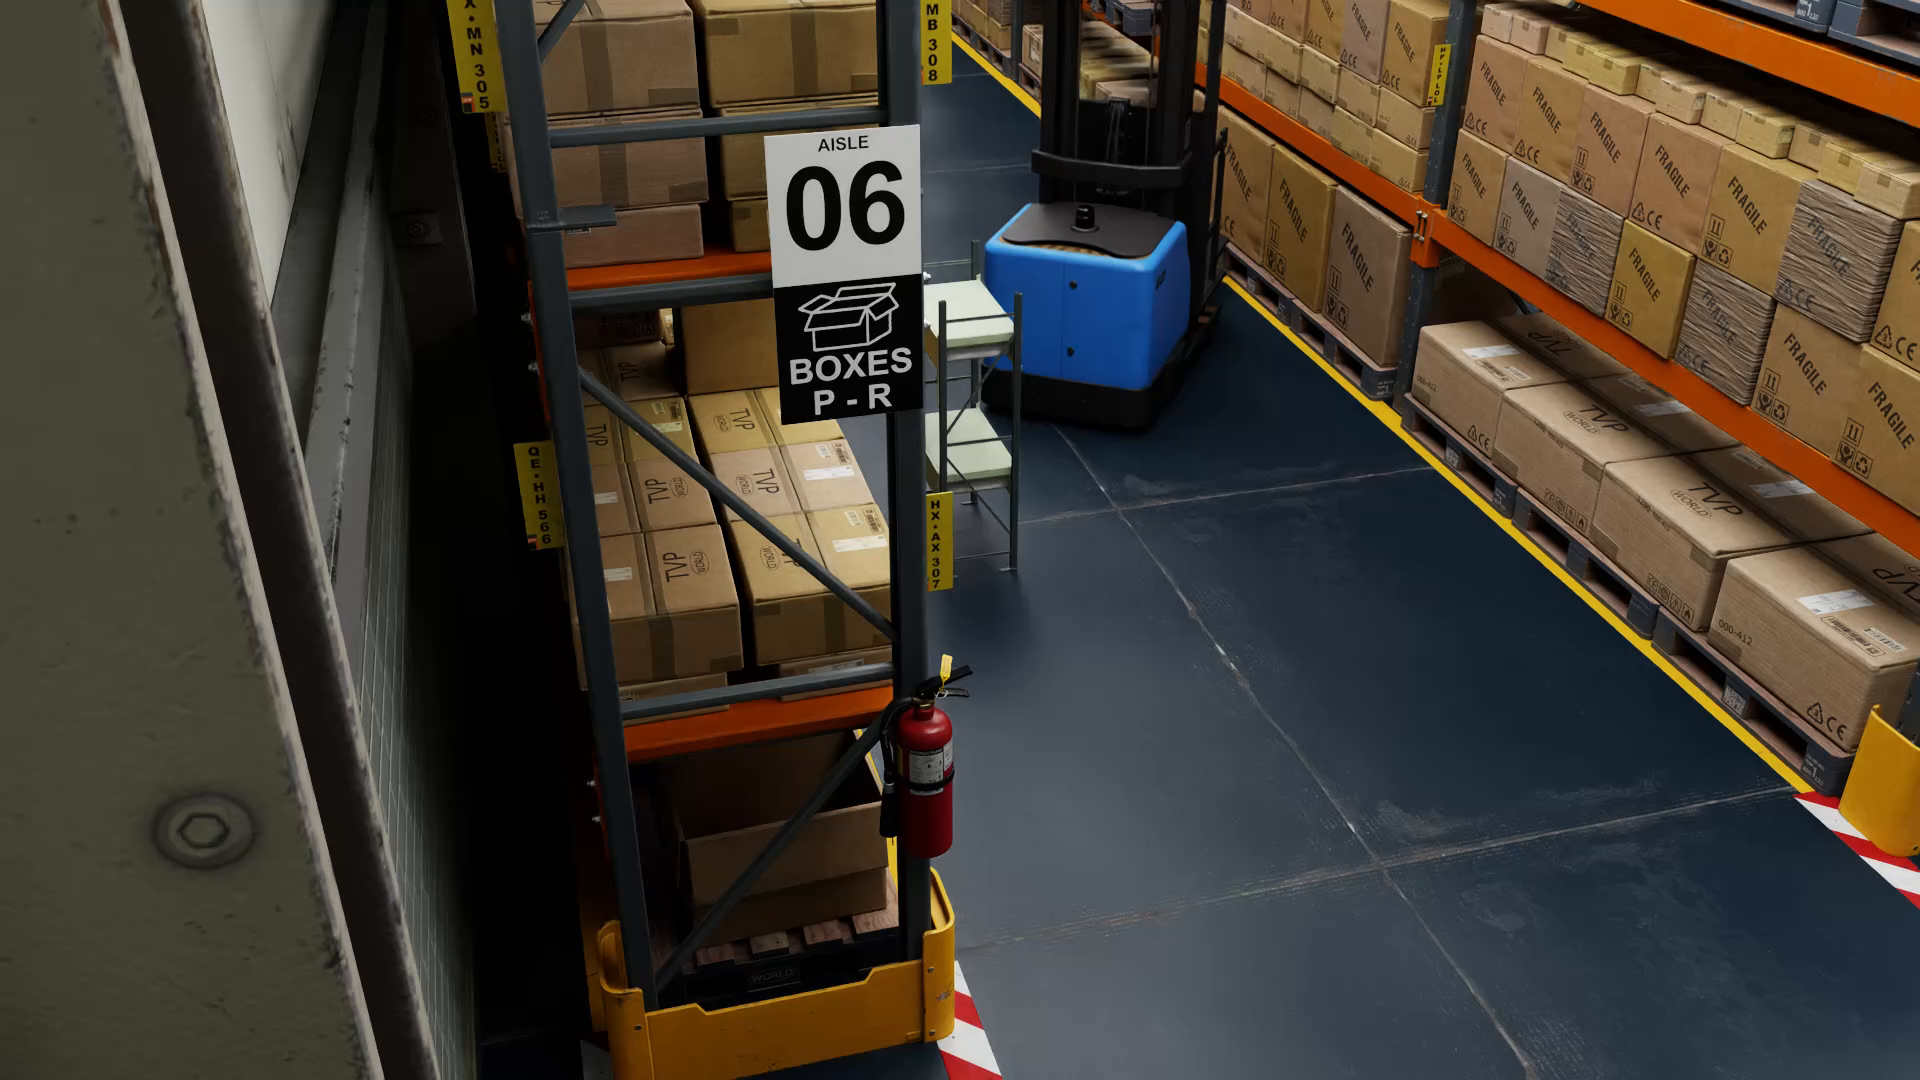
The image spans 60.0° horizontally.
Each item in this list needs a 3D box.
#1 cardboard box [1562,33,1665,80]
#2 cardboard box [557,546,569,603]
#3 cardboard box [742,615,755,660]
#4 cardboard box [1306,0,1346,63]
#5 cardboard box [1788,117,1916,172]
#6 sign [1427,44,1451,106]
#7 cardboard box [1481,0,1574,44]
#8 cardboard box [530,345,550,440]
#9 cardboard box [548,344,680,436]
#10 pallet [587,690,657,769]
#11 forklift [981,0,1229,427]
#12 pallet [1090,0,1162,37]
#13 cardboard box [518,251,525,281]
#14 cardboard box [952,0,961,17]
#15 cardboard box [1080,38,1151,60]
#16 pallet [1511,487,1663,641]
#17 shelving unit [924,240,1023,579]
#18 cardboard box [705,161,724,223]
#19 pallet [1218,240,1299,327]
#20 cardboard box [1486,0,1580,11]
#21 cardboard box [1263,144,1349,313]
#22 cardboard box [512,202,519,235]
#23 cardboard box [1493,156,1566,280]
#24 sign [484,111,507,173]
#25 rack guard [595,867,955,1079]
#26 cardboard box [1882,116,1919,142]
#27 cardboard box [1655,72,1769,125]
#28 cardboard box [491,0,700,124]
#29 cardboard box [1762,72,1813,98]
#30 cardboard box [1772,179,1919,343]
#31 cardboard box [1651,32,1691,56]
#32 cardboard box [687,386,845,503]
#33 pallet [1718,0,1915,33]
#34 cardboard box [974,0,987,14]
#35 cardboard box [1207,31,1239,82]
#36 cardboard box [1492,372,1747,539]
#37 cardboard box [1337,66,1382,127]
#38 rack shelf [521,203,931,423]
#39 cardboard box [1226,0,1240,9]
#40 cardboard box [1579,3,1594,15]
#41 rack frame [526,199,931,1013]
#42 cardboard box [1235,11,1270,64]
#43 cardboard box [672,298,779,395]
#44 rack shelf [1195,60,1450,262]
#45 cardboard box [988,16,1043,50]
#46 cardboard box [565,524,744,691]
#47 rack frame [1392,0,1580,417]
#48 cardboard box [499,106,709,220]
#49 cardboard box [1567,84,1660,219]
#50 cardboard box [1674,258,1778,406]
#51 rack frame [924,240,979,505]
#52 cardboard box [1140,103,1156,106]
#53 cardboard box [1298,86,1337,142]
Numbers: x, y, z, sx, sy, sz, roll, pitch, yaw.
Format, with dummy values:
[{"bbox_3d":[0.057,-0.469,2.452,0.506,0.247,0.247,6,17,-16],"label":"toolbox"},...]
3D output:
[{"bbox_3d":[3.163,-2.341,8.055,0.380,0.149,0.250,-8,31,-14],"label":"cardboard box"},{"bbox_3d":[-1.221,0.073,5.880,0.380,0.149,0.250,-8,31,-13],"label":"cardboard box"},{"bbox_3d":[-0.528,0.252,5.572,0.380,0.149,0.250,-7,31,-12],"label":"cardboard box"},{"bbox_3d":[2.509,-3.294,10.348,0.500,0.500,0.500,-7,31,-12],"label":"cardboard box"},{"bbox_3d":[3.635,-1.606,6.785,0.380,0.149,0.250,-8,31,-14],"label":"cardboard box"},{"bbox_3d":[2.610,-2.529,9.048,0.100,0.325,0.005,-8,31,-13],"label":"sign"},{"bbox_3d":[2.964,-2.709,8.690,0.380,0.149,0.250,-8,31,-14],"label":"cardboard box"},{"bbox_3d":[-2.070,-0.775,9.170,0.500,0.500,0.500,-8,31,-14],"label":"cardboard box"},{"bbox_3d":[-1.372,-0.537,6.537,0.500,0.250,0.500,-8,31,-13],"label":"cardboard box"},{"bbox_3d":[-1.146,0.652,7.413,1.003,0.211,1.213,-8,31,-13],"label":"pallet"},{"bbox_3d":[1.117,-2.652,10.406,1.130,2.935,3.031,11,32,18],"label":"forklift"},{"bbox_3d":[1.777,-4.318,13.407,1.213,0.211,1.003,-8,31,-13],"label":"pallet"},{"bbox_3d":[-2.474,-1.526,10.468,0.500,0.500,0.500,-9,31,-15],"label":"cardboard box"},{"bbox_3d":[0.178,-5.991,18.431,0.500,0.250,0.500,-6,31,-10],"label":"cardboard box"},{"bbox_3d":[1.342,-4.447,15.643,0.950,0.372,0.625,-6,31,-10],"label":"cardboard box"},{"bbox_3d":[3.584,0.036,8.477,1.003,0.211,1.213,-8,31,-13],"label":"pallet"},{"bbox_3d":[-0.002,-0.652,8.380,0.431,1.500,0.755,-8,31,-13],"label":"shelving unit"},{"bbox_3d":[-0.548,-1.043,4.813,0.380,0.149,0.250,-7,31,-12],"label":"cardboard box"},{"bbox_3d":[2.525,-1.885,11.796,1.003,0.211,1.213,-8,31,-13],"label":"pallet"},{"bbox_3d":[3.290,-2.866,9.609,0.500,0.500,0.500,-7,31,-13],"label":"cardboard box"},{"bbox_3d":[2.641,-2.125,11.129,0.875,0.875,0.875,-7,31,-12],"label":"cardboard box"},{"bbox_3d":[-2.708,-2.111,10.832,0.380,0.149,0.250,-9,31,-16],"label":"cardboard box"},{"bbox_3d":[3.132,-1.677,8.553,0.500,0.500,0.500,-8,31,-13],"label":"cardboard box"},{"bbox_3d":[-2.189,-1.903,7.887,0.100,0.325,0.005,-8,31,-13],"label":"sign"},{"bbox_3d":[-0.613,1.500,5.659,1.175,0.500,0.348,-8,31,-13],"label":"rack guard"},{"bbox_3d":[4.060,-1.674,6.903,0.380,0.149,0.250,-8,31,-13],"label":"cardboard box"},{"bbox_3d":[3.350,-1.970,7.415,0.380,0.149,0.250,-8,31,-13],"label":"cardboard box"},{"bbox_3d":[-0.980,-1.301,4.363,0.500,0.250,0.500,-9,31,-15],"label":"cardboard box"},{"bbox_3d":[3.877,-2.047,7.546,0.380,0.149,0.250,-8,31,-13],"label":"cardboard box"},{"bbox_3d":[3.667,-1.133,6.615,0.500,0.500,0.500,-8,31,-13],"label":"cardboard box"},{"bbox_3d":[3.625,-2.406,8.167,0.380,0.149,0.250,-8,31,-14],"label":"cardboard box"},{"bbox_3d":[-0.725,-0.352,6.216,0.500,0.250,0.500,-8,31,-14],"label":"cardboard box"},{"bbox_3d":[3.657,-2.414,7.020,1.003,0.211,1.213,-8,31,-13],"label":"pallet"},{"bbox_3d":[0.454,-5.814,17.378,0.500,0.500,0.500,-7,31,-12],"label":"cardboard box"},{"bbox_3d":[2.109,-3.490,11.936,0.500,0.250,0.500,-9,31,-15],"label":"cardboard box"},{"bbox_3d":[3.431,-0.462,8.692,0.875,0.438,0.875,-9,31,-15],"label":"cardboard box"},{"bbox_3d":[2.639,-2.711,10.091,0.500,0.250,0.500,-7,31,-12],"label":"cardboard box"},{"bbox_3d":[-1.124,-1.498,6.067,1.077,0.370,4.000,-8,31,-13],"label":"rack shelf"},{"bbox_3d":[2.105,-4.038,11.634,0.500,0.500,0.500,-8,31,-13],"label":"cardboard box"},{"bbox_3d":[3.519,-2.789,8.829,0.380,0.149,0.250,-8,31,-14],"label":"cardboard box"},{"bbox_3d":[-0.593,0.455,4.970,1.000,3.000,0.127,-8,31,-13],"label":"rack frame"},{"bbox_3d":[2.221,-3.452,11.371,0.500,0.250,0.500,-8,31,-13],"label":"cardboard box"},{"bbox_3d":[-0.852,-0.913,6.437,0.500,0.500,0.500,-7,31,-12],"label":"cardboard box"},{"bbox_3d":[2.599,-2.793,11.300,1.077,0.370,4.000,-8,31,-13],"label":"rack shelf"},{"bbox_3d":[0.591,-5.244,17.142,0.500,0.250,0.500,-6,31,-11],"label":"cardboard box"},{"bbox_3d":[-0.971,0.204,5.256,0.500,0.250,0.500,-7,31,-12],"label":"cardboard box"},{"bbox_3d":[3.130,-2.139,9.451,1.000,3.000,0.127,-8,31,-13],"label":"rack frame"},{"bbox_3d":[-0.973,-1.086,4.490,0.500,0.250,0.500,-8,31,-14],"label":"cardboard box"},{"bbox_3d":[3.276,-1.859,7.869,0.500,0.500,0.500,-7,31,-12],"label":"cardboard box"},{"bbox_3d":[3.544,-0.939,7.279,0.500,0.500,0.500,-7,31,-12],"label":"cardboard box"},{"bbox_3d":[-0.099,-0.829,8.685,0.400,1.500,0.023,-8,31,-13],"label":"rack frame"},{"bbox_3d":[1.928,-3.389,13.815,0.950,0.372,0.625,-10,32,-17],"label":"cardboard box"},{"bbox_3d":[2.518,-2.749,10.655,0.500,0.250,0.500,-9,31,-15],"label":"cardboard box"}]
